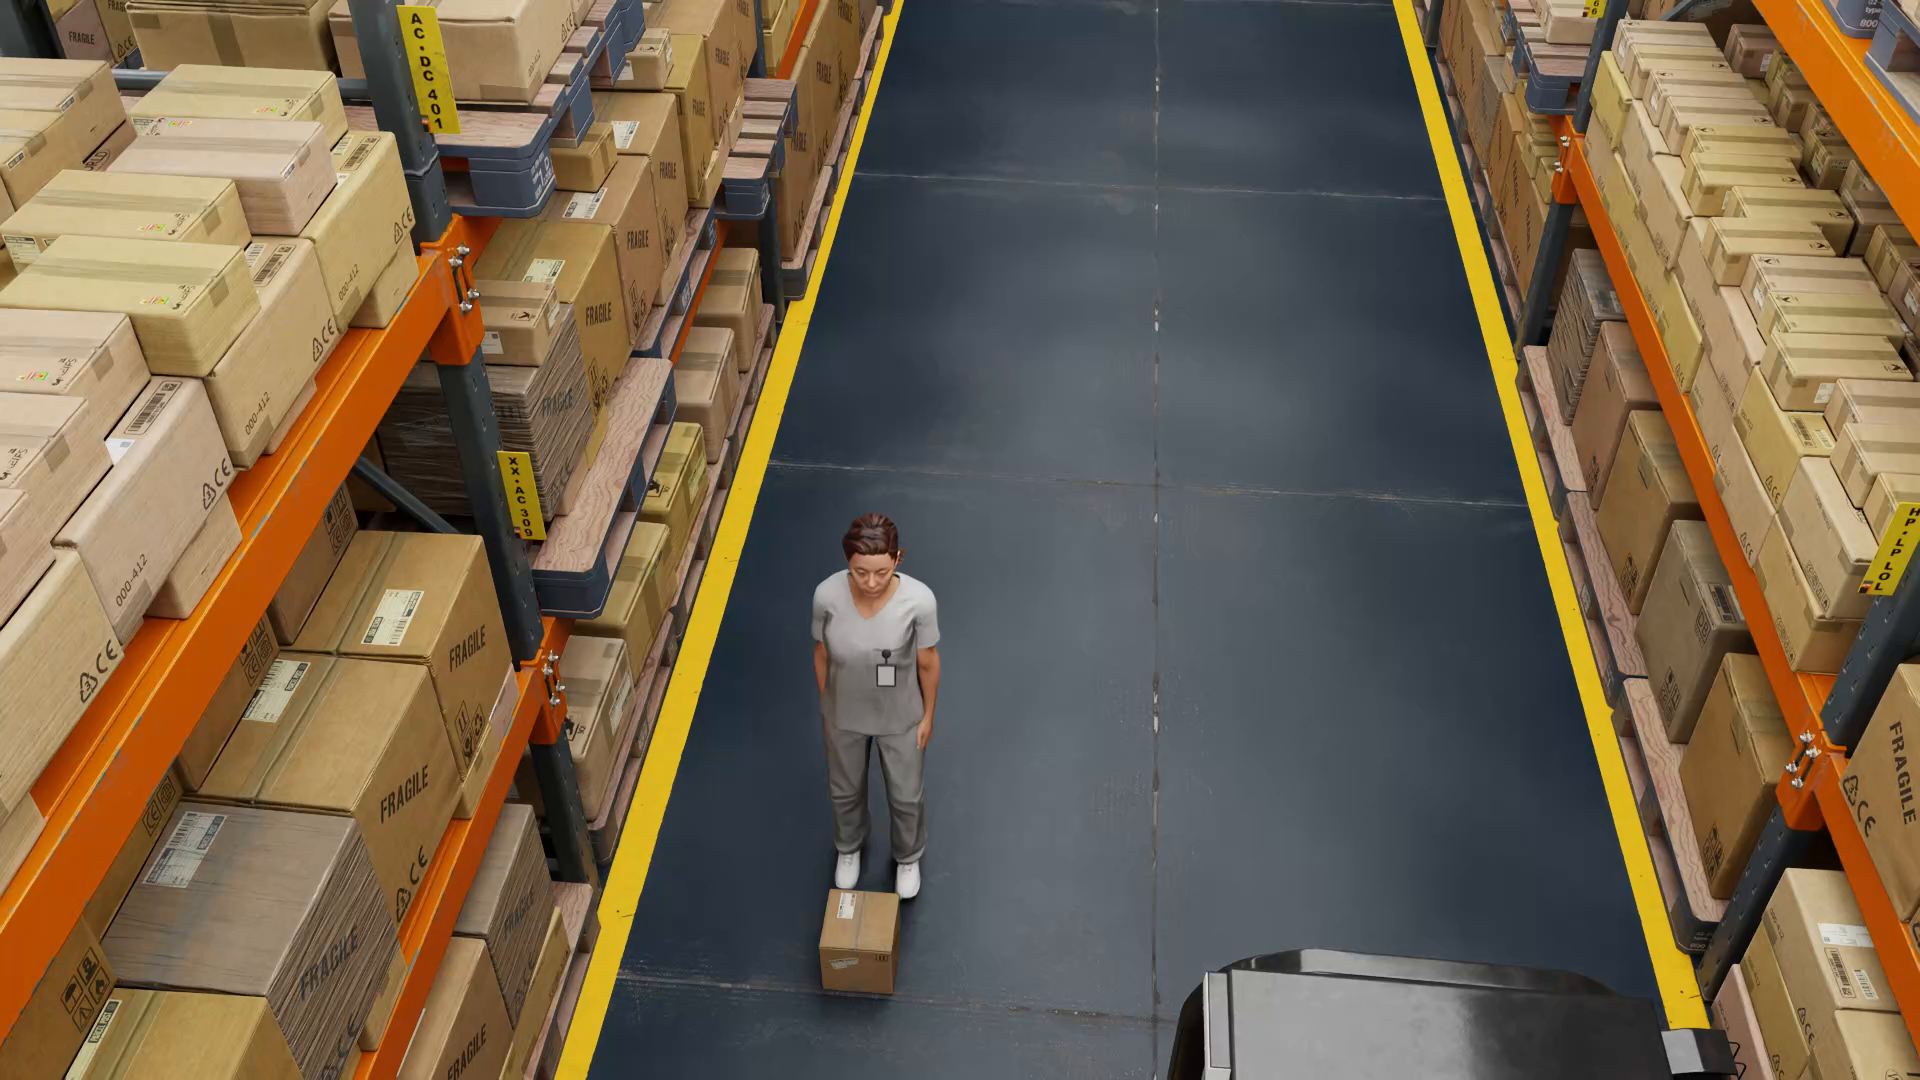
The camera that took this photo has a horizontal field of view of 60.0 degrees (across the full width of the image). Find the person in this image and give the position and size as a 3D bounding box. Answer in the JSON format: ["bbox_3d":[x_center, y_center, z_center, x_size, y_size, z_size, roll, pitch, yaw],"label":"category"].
[{"bbox_3d":[-0.285,0.587,5.770,0.437,1.679,0.367,4,40,5],"label":"person"}]
